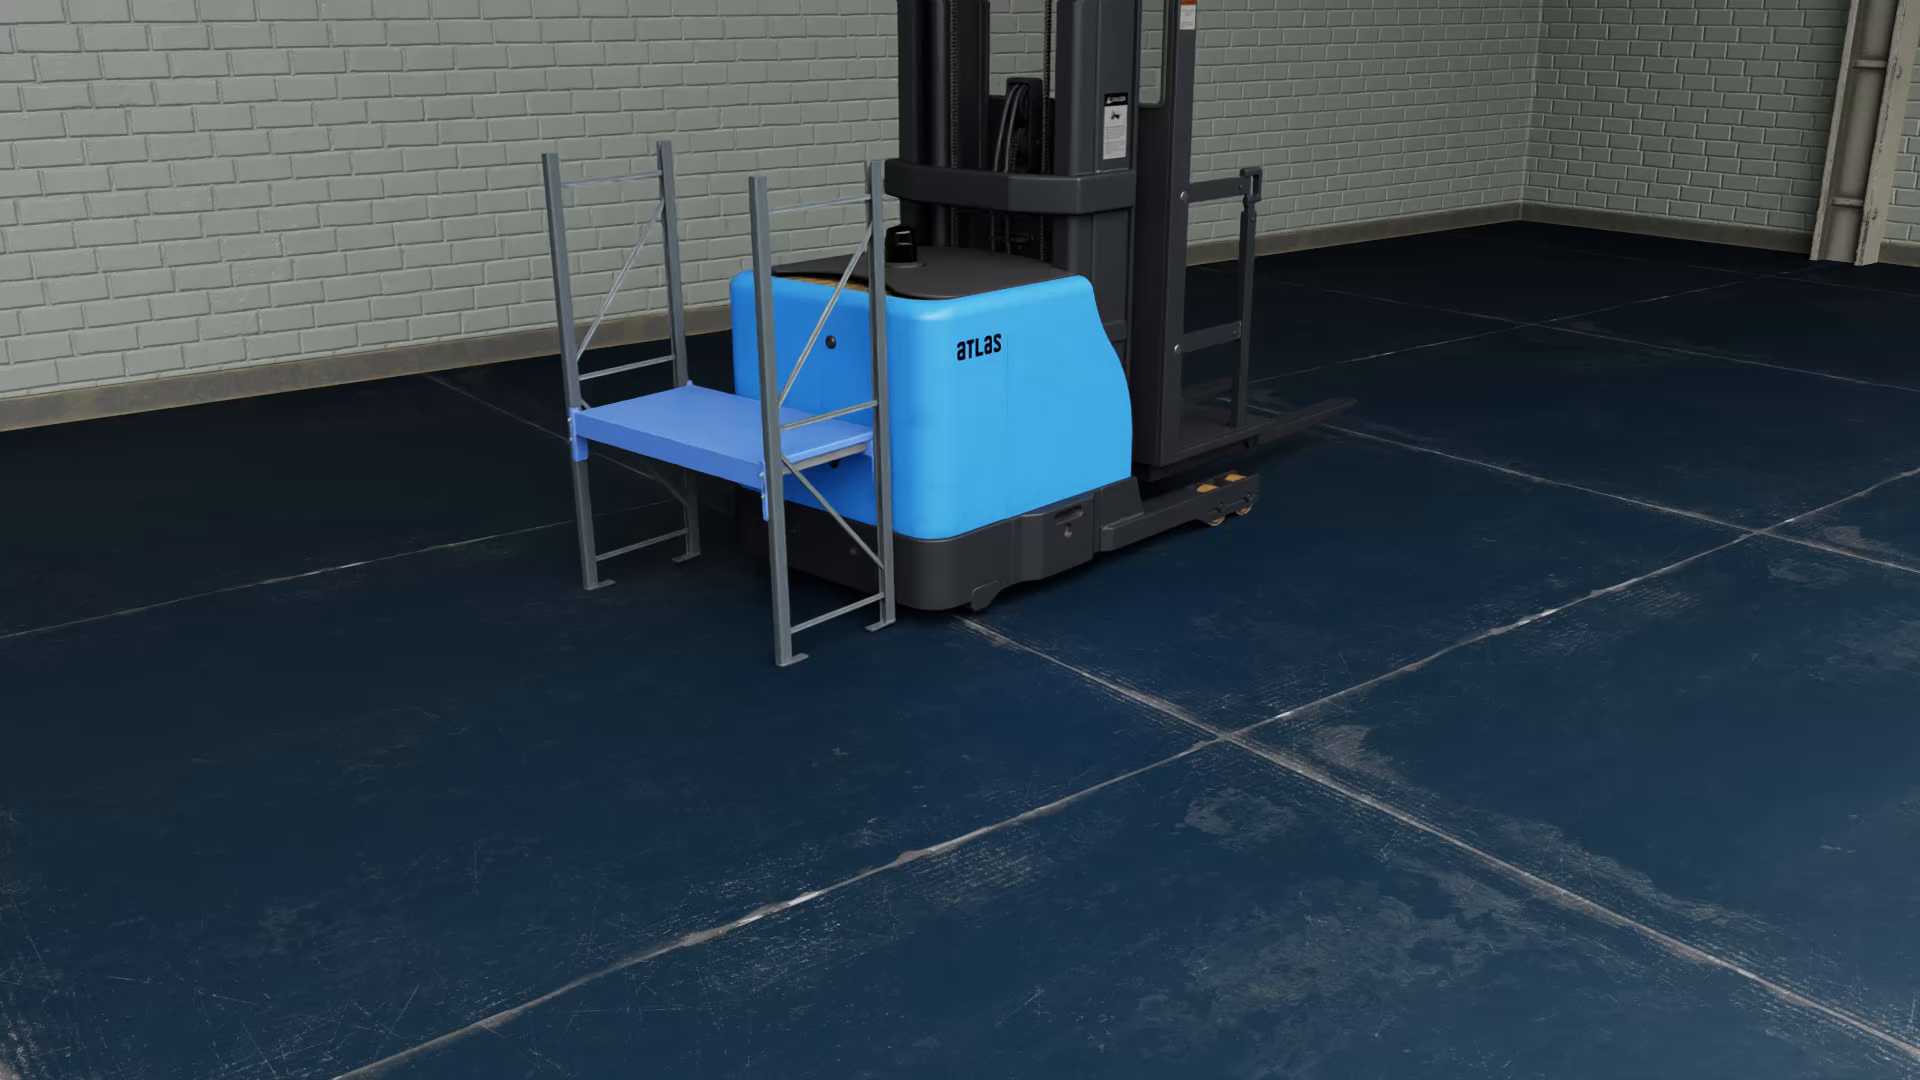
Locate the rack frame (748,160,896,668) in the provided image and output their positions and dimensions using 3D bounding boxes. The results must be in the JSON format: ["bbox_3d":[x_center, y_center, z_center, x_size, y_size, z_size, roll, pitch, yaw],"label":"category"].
[{"bbox_3d":[-0.405,-0.376,5.094,0.032,1.500,0.500,16,26,40],"label":"rack frame"}]

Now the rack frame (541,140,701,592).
[{"bbox_3d":[-1.152,-0.593,5.749,0.032,1.500,0.500,16,26,40],"label":"rack frame"}]

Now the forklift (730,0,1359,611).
[{"bbox_3d":[0.553,-1.540,6.352,1.130,2.935,3.031,16,24,40],"label":"forklift"}]

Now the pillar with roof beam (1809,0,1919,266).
[{"bbox_3d":[3.492,-5.602,8.966,9.100,9.000,0.400,-14,23,-36],"label":"pillar with roof beam"}]

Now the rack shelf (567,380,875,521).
[{"bbox_3d":[-0.776,-0.315,5.481,1.000,0.185,0.538,16,26,40],"label":"rack shelf"}]

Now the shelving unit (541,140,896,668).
[{"bbox_3d":[-0.778,-0.485,5.421,1.048,1.500,0.538,16,26,40],"label":"shelving unit"}]
